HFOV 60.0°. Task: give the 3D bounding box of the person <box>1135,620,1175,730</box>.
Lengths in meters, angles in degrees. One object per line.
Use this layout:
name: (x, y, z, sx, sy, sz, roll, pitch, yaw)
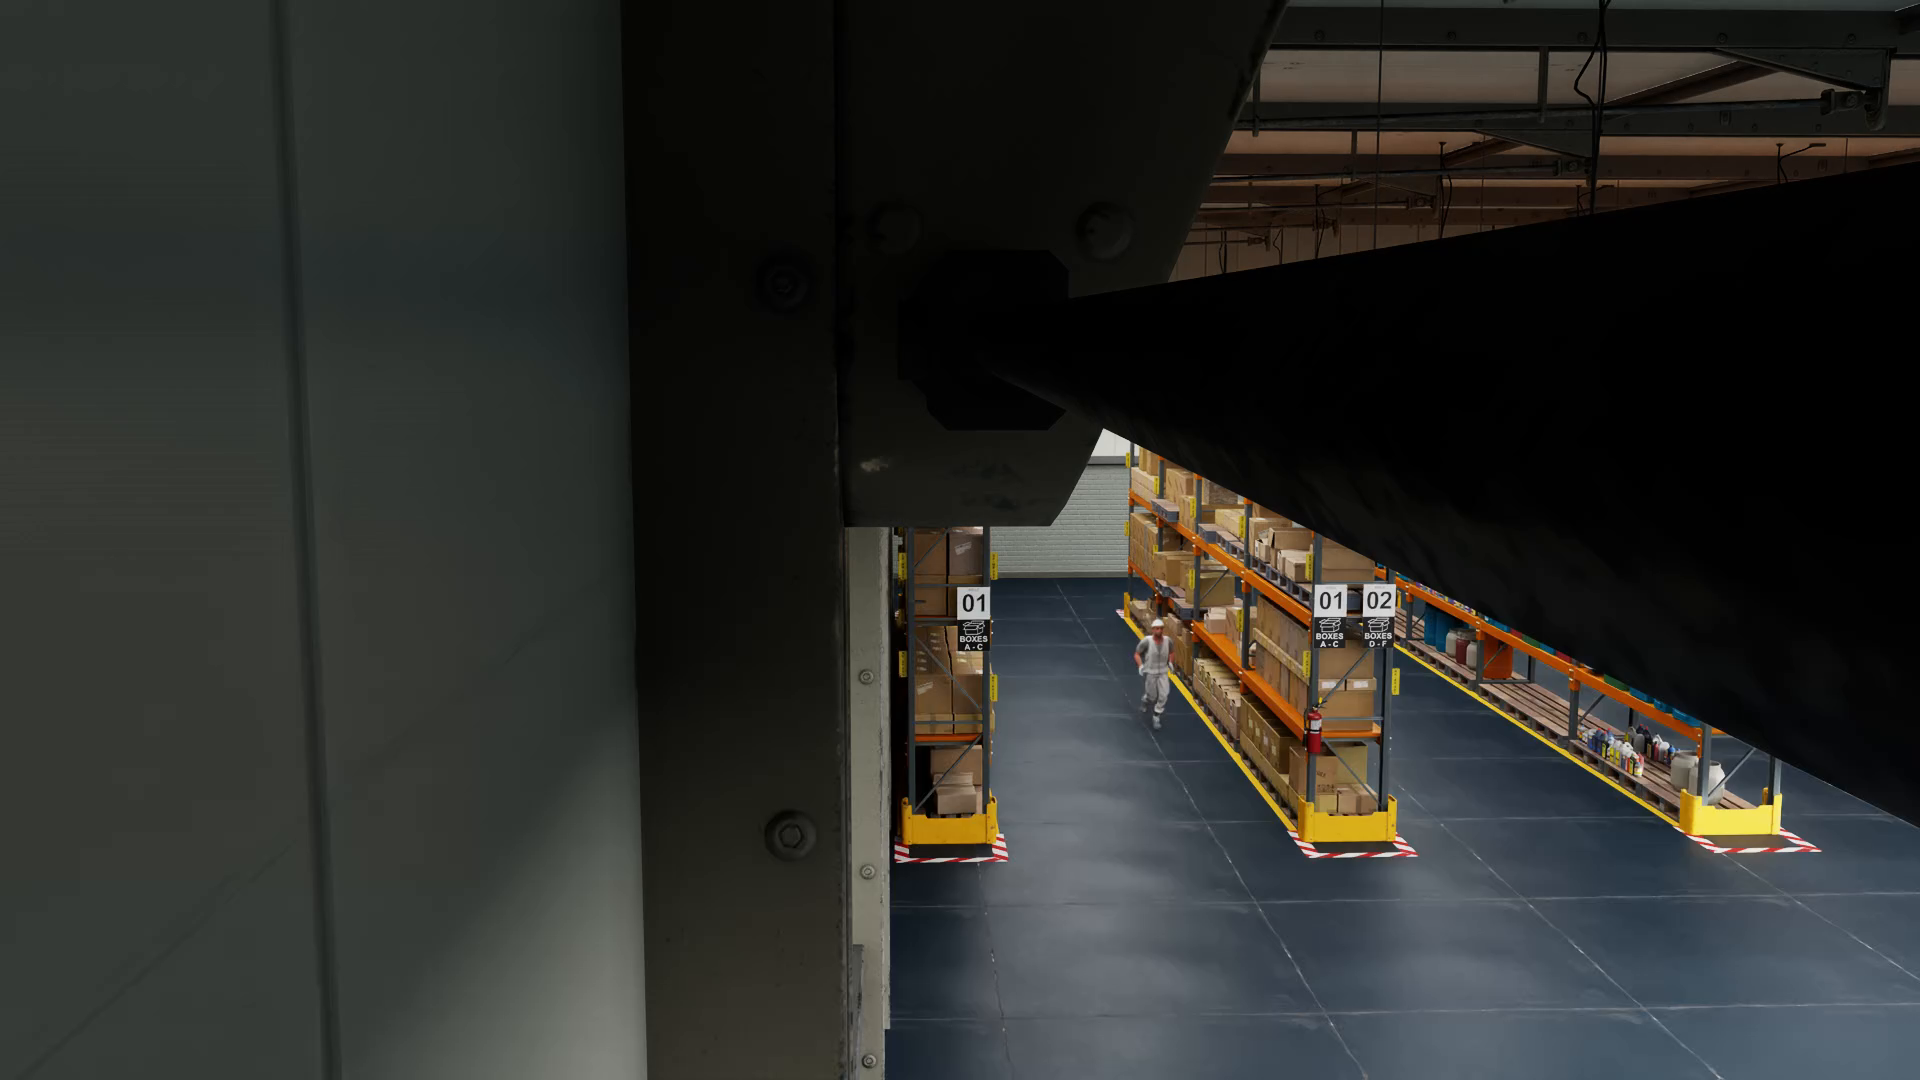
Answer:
person: (3.107, 2.101, 26.469, 0.682, 1.735, 0.676, -2, 8, -13)
